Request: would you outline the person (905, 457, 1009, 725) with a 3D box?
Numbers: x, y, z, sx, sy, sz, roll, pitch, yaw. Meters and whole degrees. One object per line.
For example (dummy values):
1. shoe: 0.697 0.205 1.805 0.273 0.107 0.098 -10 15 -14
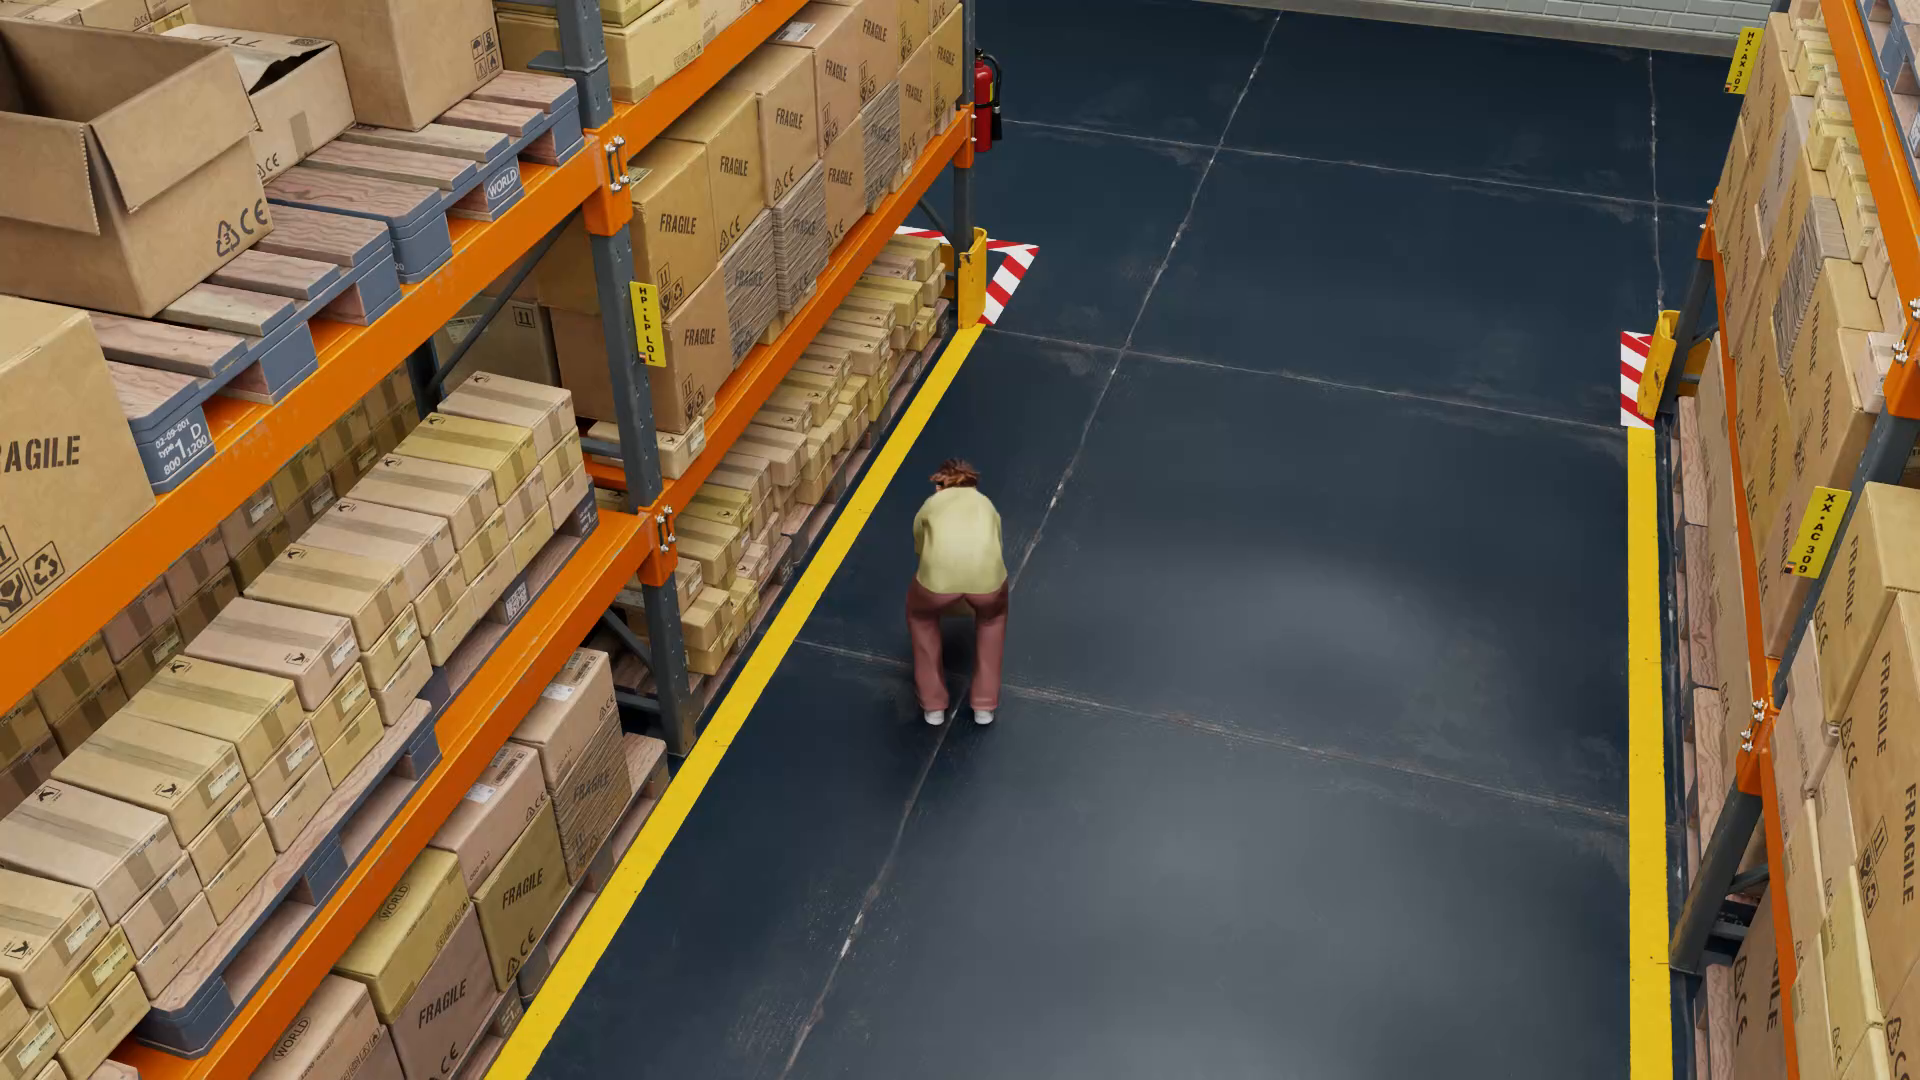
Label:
1. person: -0.018 0.201 7.180 0.444 1.006 0.867 -2 37 -3
